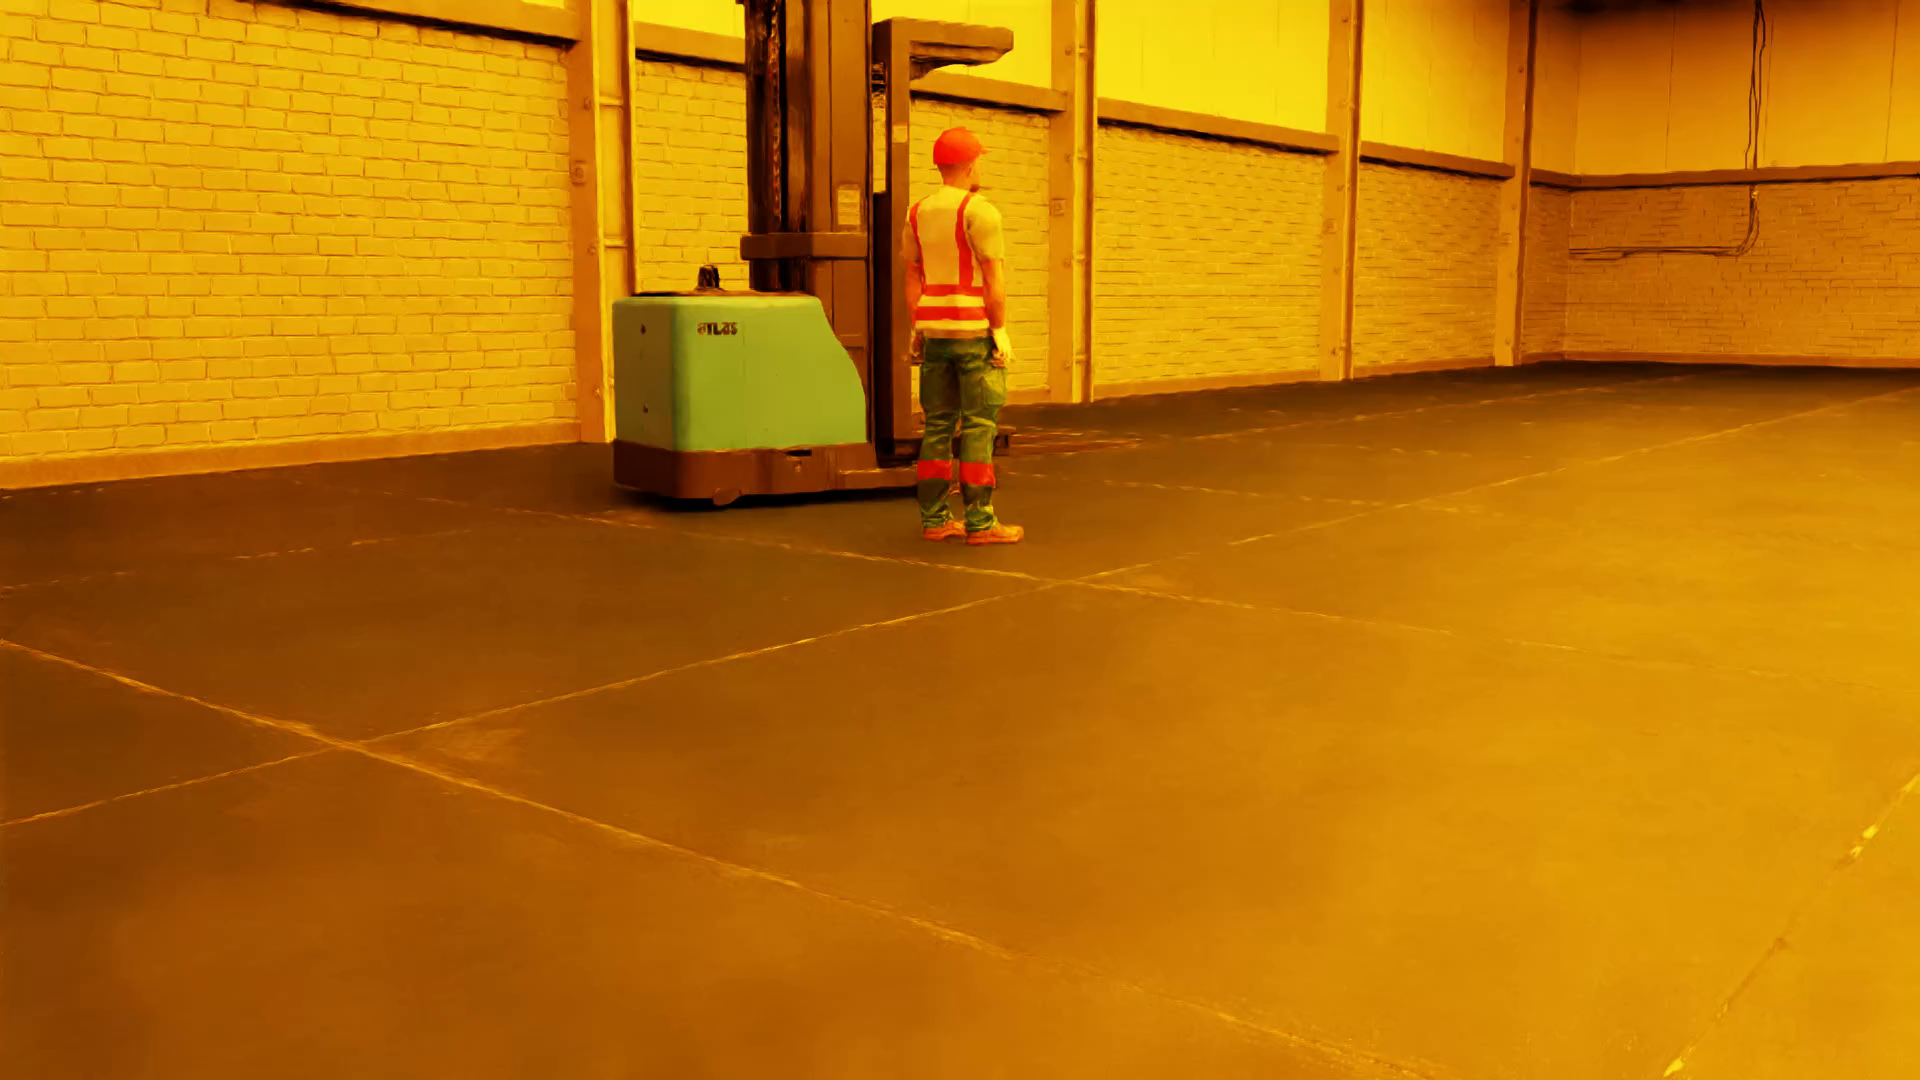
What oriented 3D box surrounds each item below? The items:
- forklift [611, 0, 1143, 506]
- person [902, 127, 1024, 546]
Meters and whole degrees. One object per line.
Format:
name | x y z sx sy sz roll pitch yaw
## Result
forklift | -0.369 -1.757 9.292 3.031 2.935 1.130 -5 10 -31
person | 0.012 -0.889 7.292 0.540 1.795 0.349 7 11 38
